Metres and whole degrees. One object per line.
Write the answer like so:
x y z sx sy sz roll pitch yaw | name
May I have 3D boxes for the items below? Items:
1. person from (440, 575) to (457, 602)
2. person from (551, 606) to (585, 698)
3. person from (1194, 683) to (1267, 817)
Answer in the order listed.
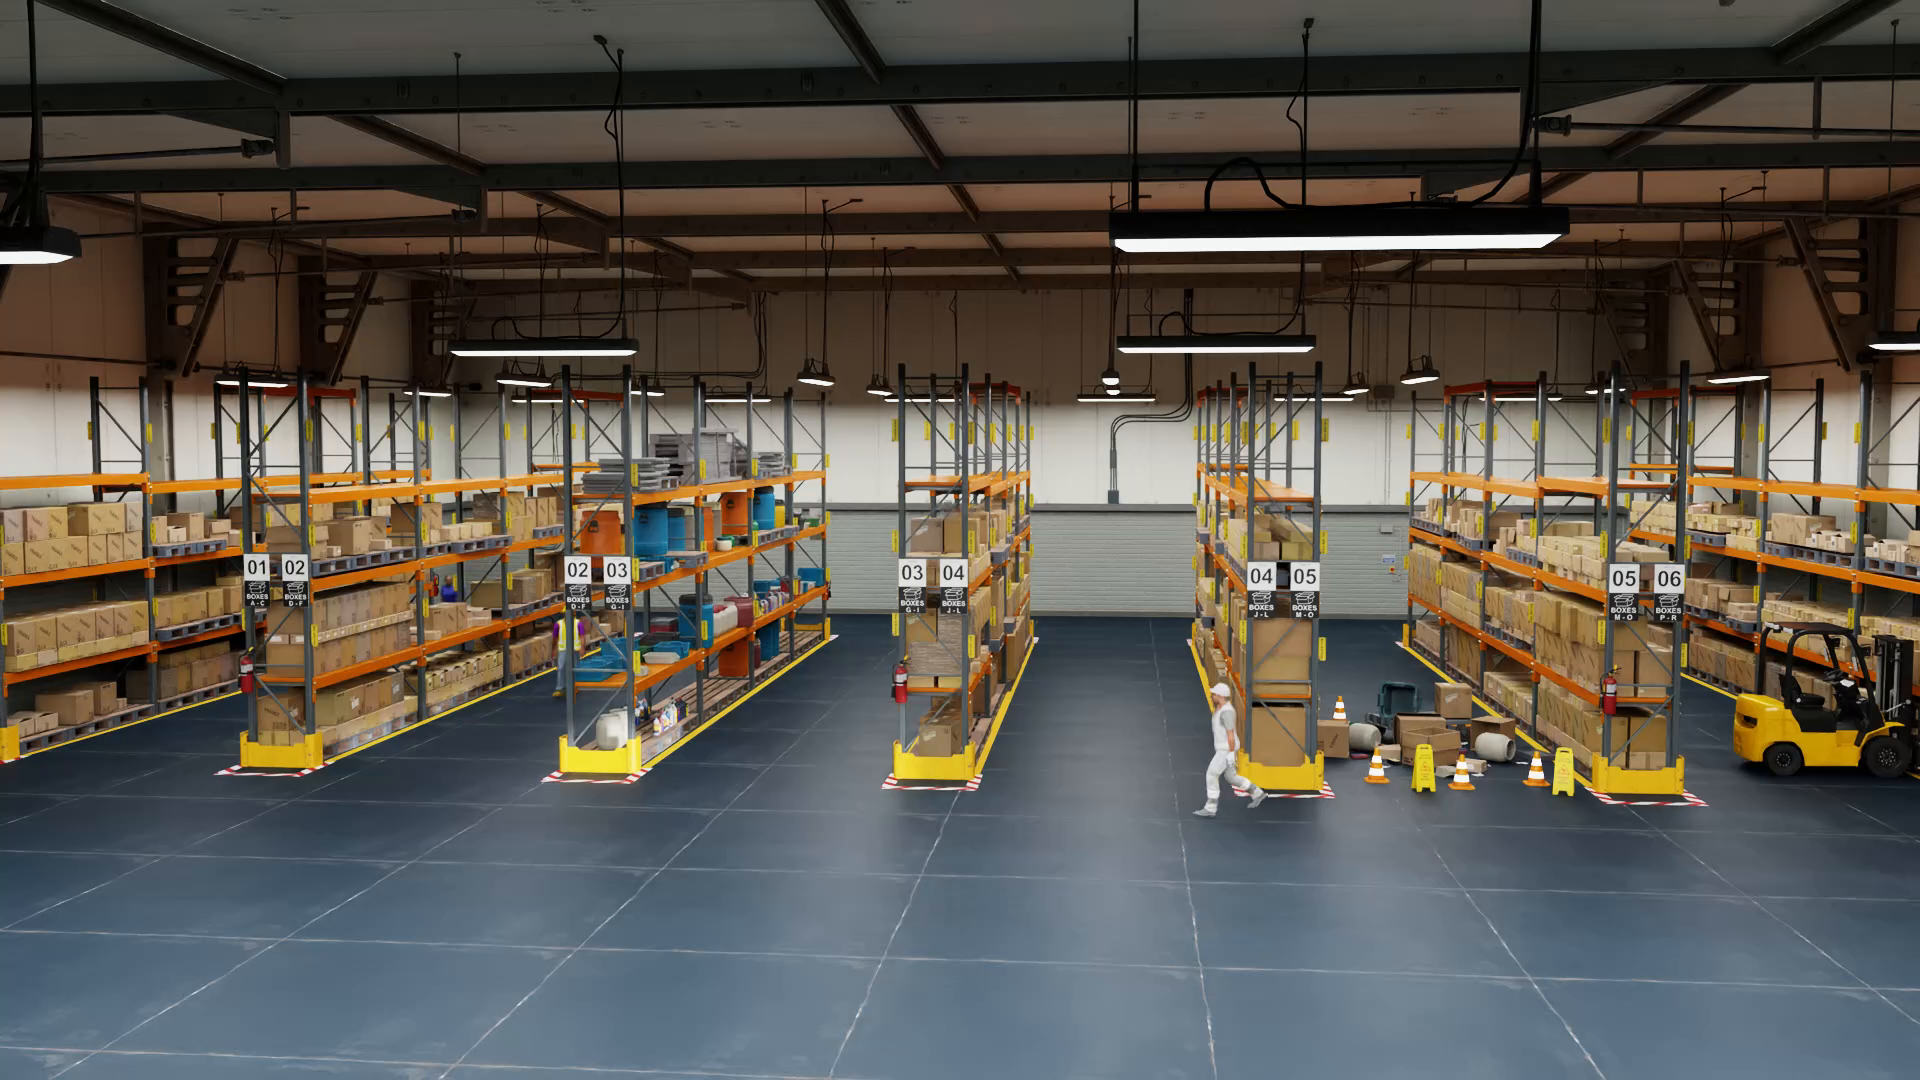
-12.178 1.627 39.811 0.452 1.610 0.848 0 4 3 | person
-7.461 2.091 31.575 0.675 1.695 1.067 0 4 -3 | person
3.540 2.728 21.726 1.012 1.738 0.552 0 4 -6 | person
